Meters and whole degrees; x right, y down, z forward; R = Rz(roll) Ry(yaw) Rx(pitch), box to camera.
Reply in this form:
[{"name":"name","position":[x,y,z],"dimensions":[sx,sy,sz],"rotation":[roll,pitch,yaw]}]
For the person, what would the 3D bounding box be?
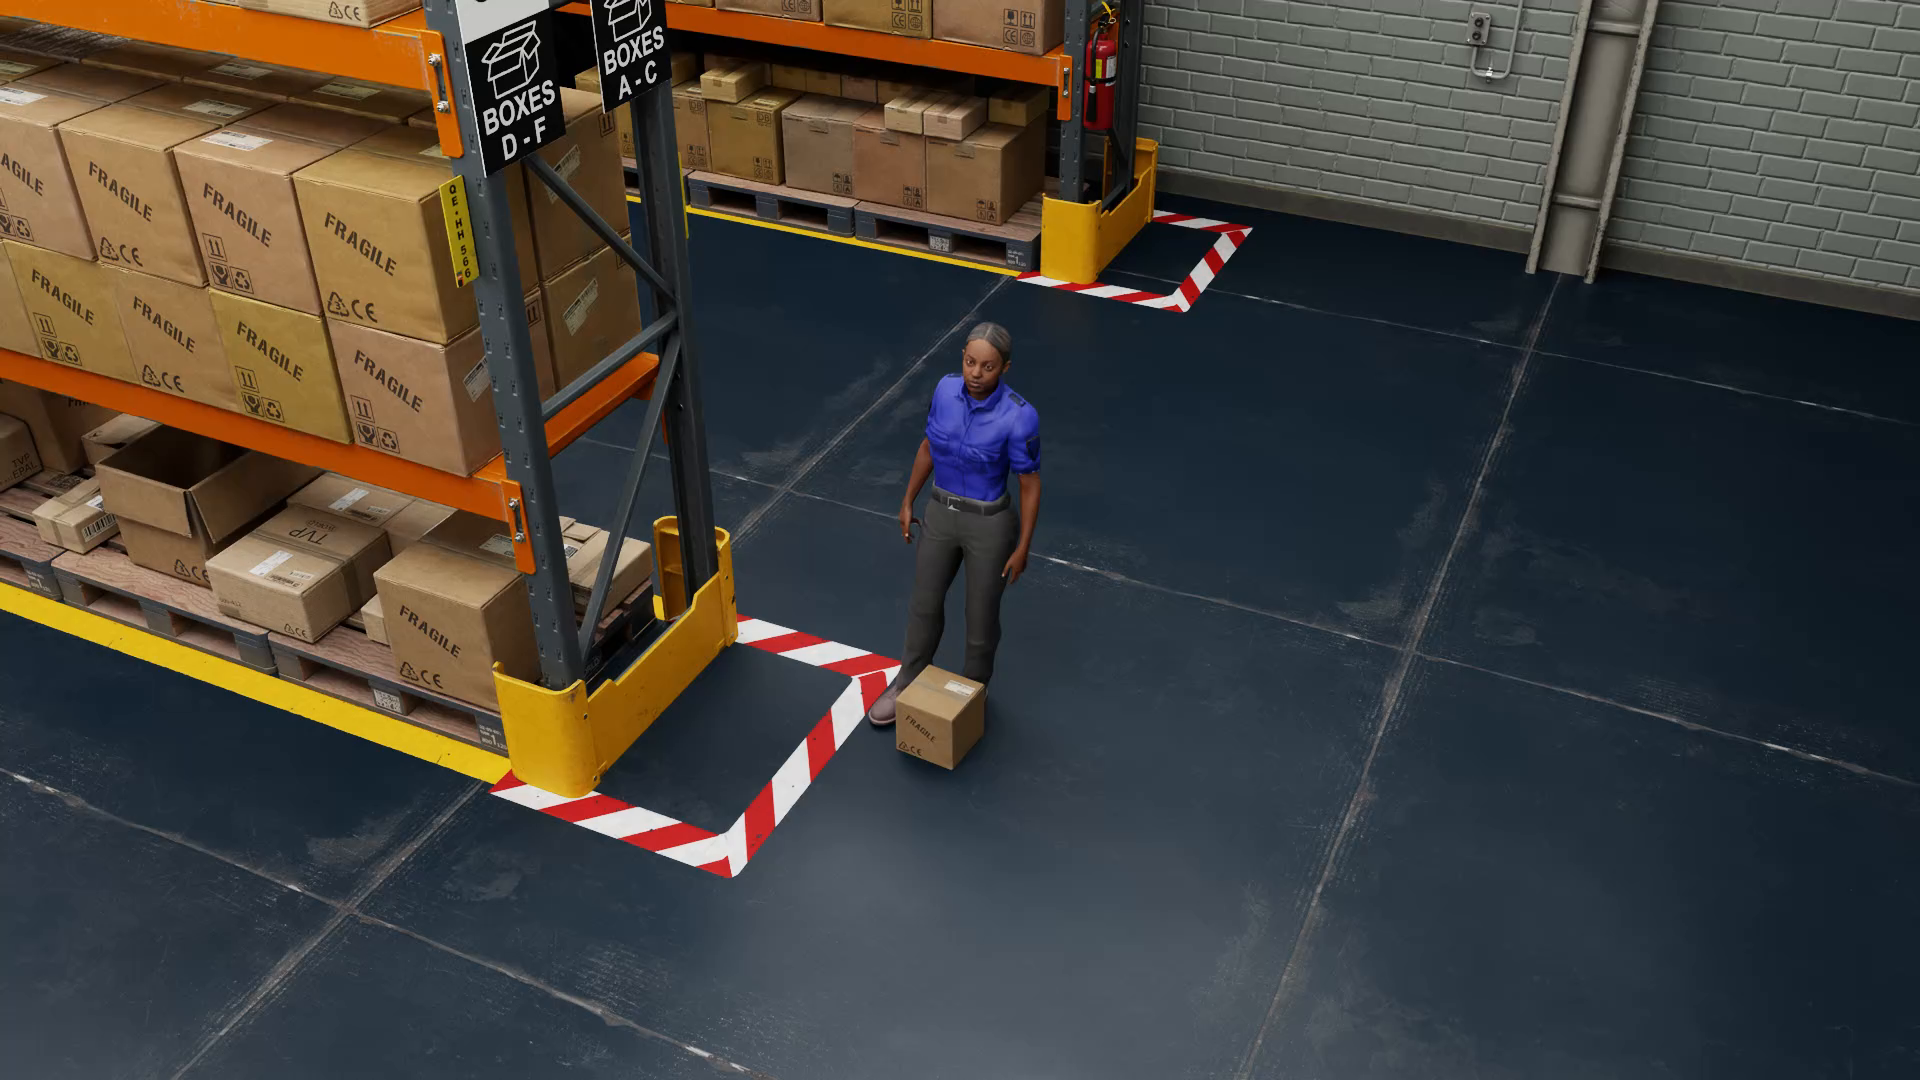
[{"name":"person","position":[-0.014,-0.010,6.146],"dimensions":[0.569,1.656,0.503],"rotation":[18,38,25]}]
